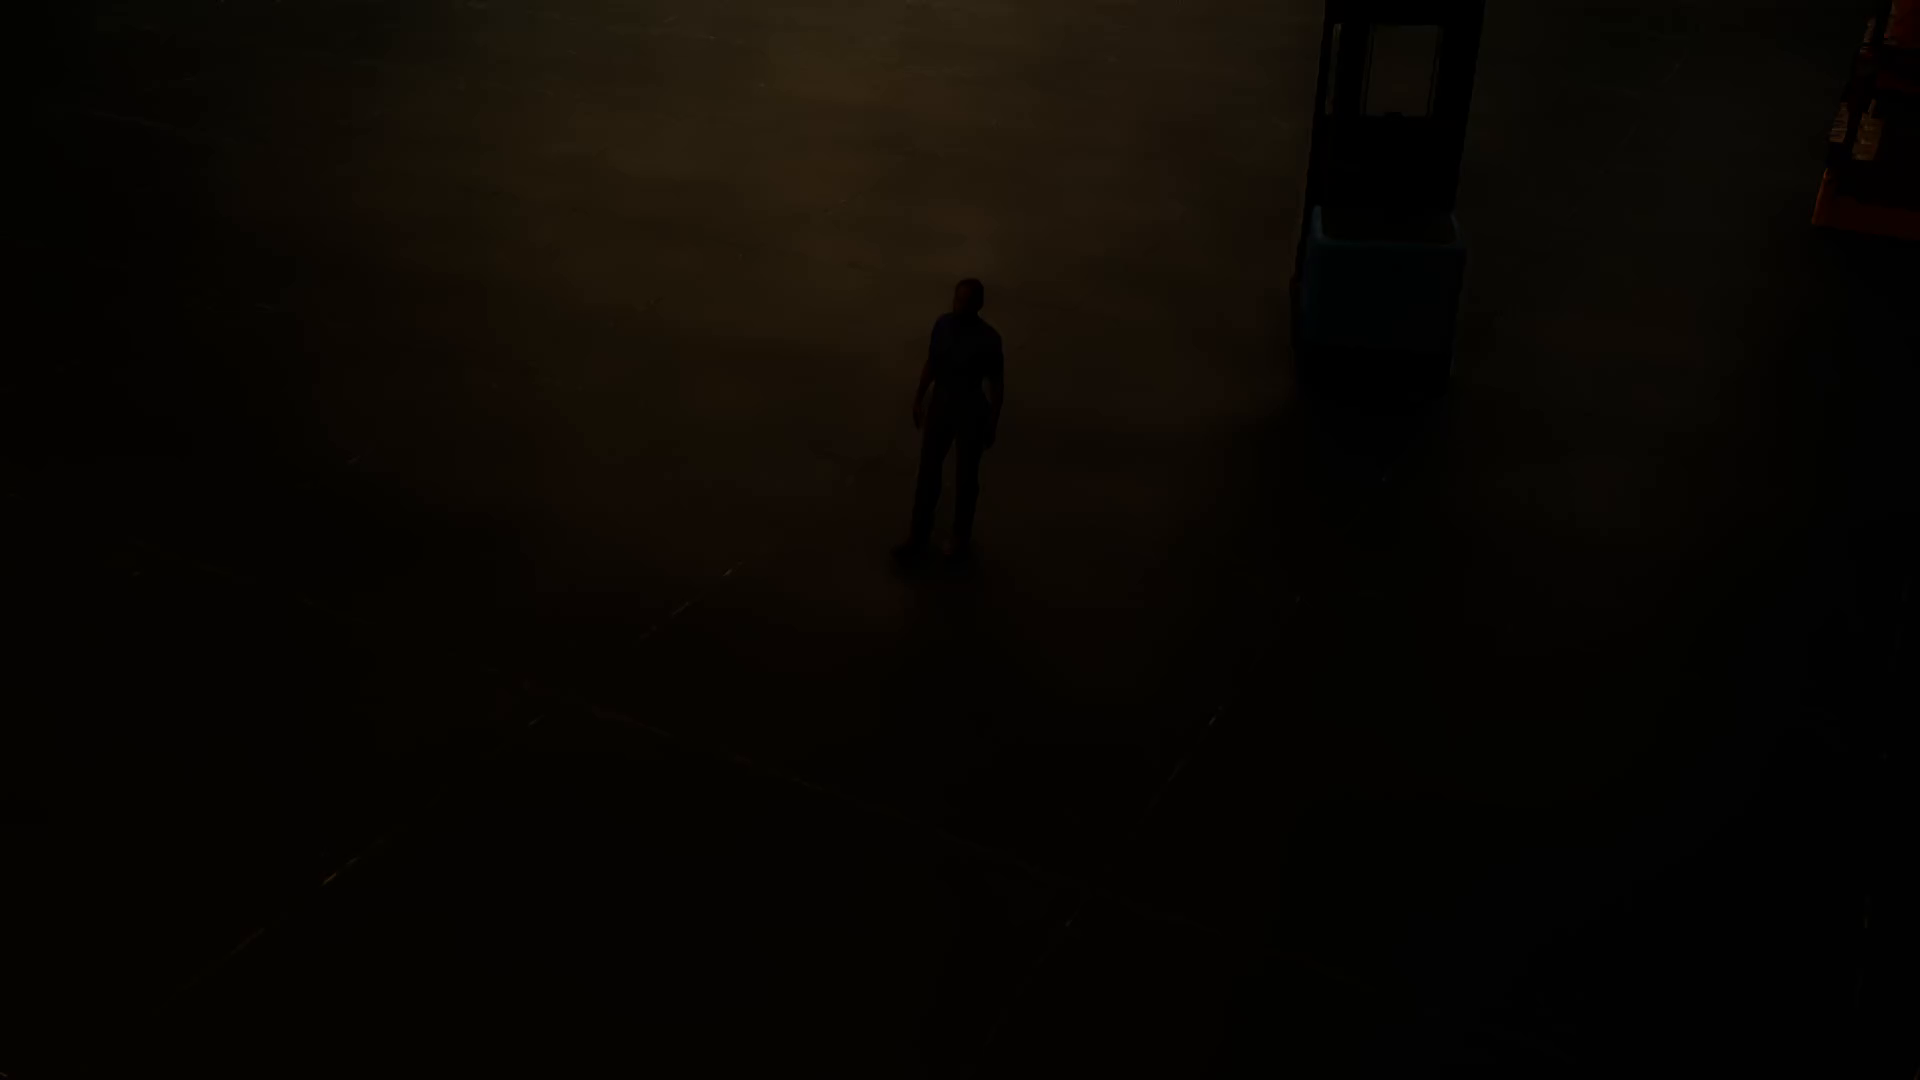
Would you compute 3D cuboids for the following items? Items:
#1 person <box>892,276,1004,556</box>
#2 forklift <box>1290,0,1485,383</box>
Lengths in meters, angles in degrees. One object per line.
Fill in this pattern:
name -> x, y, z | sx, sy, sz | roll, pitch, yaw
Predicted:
person -> -0.059, -0.689, 9.527 | 0.570, 1.654, 0.503 | 15, 33, 25
forklift -> 3.181, -3.098, 12.439 | 1.130, 2.935, 3.031 | 4, 30, 8
